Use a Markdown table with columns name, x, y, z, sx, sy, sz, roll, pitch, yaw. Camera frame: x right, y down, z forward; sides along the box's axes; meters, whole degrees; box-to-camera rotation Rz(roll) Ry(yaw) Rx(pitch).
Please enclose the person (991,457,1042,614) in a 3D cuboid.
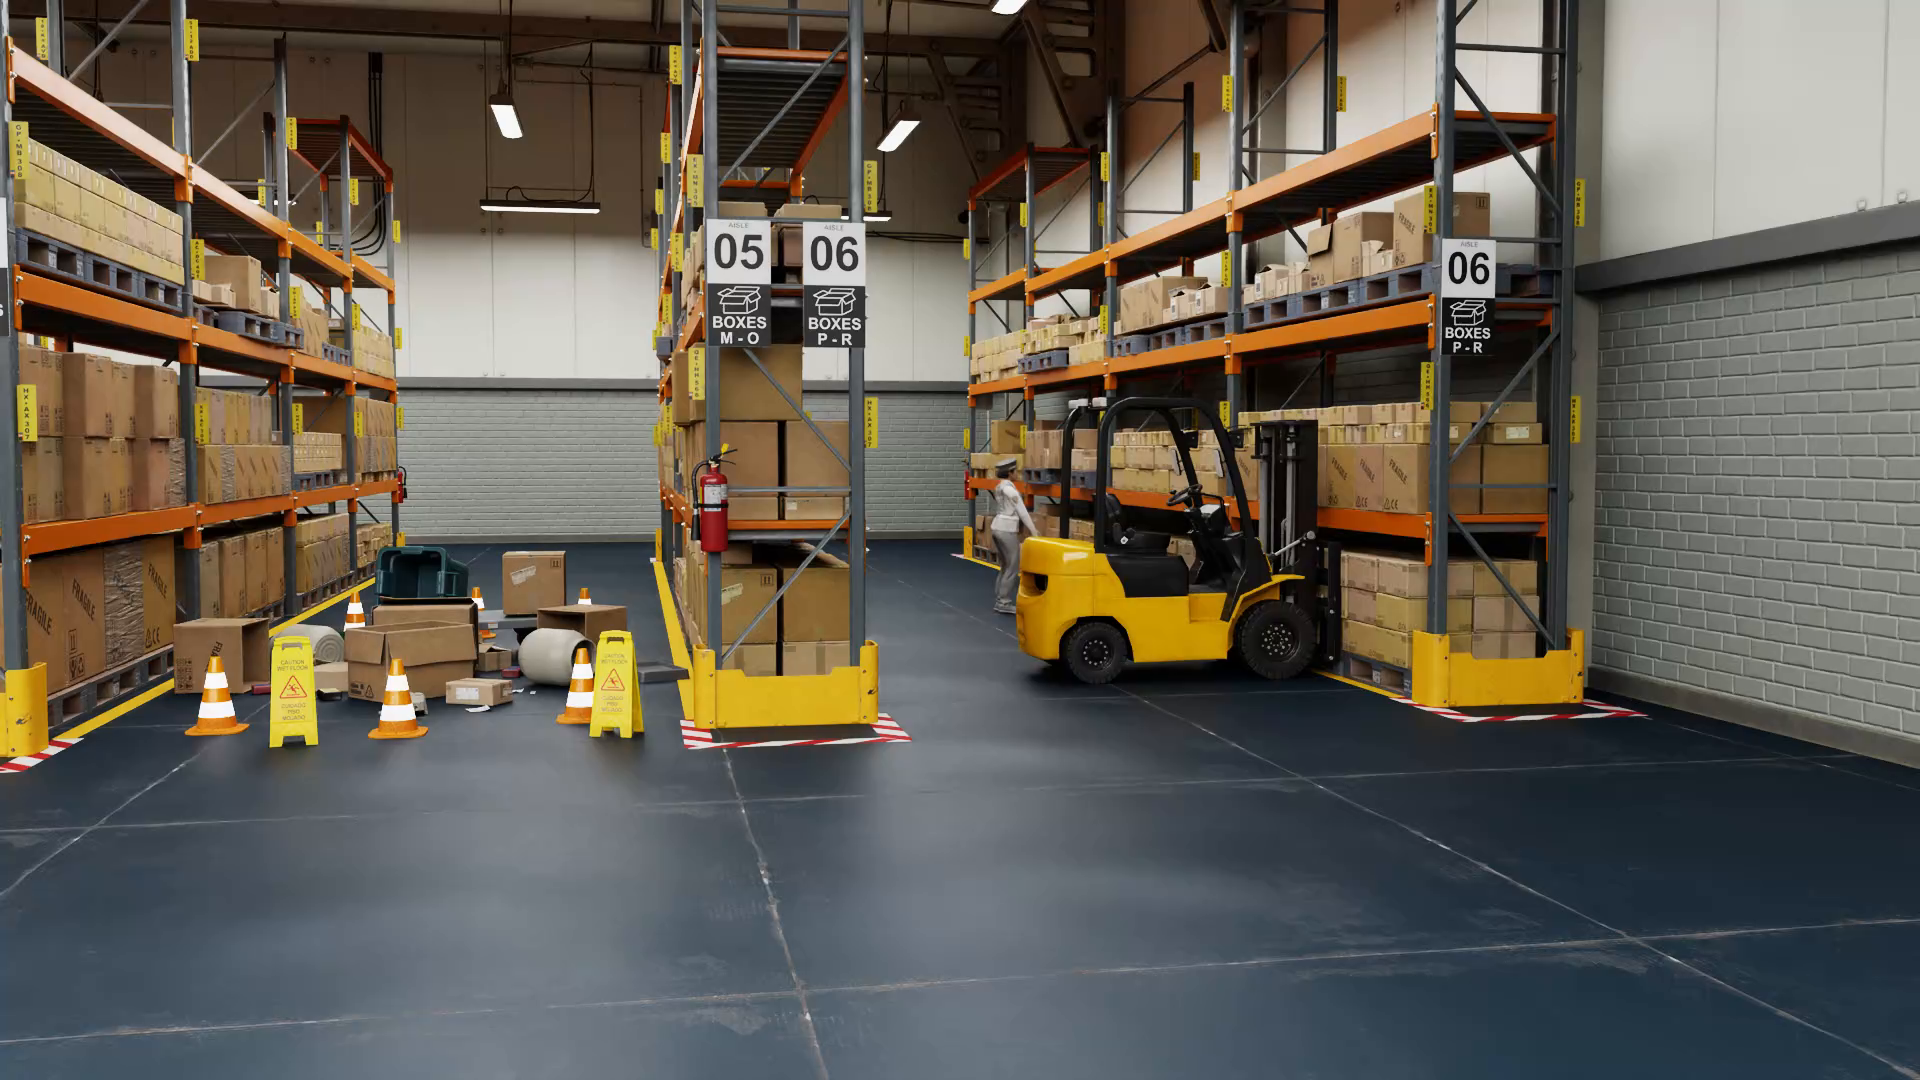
| name | x | y | z | sx | sy | sz | roll | pitch | yaw |
| --- | --- | --- | --- | --- | --- | --- | --- | --- | --- |
| person | 0.596 | -0.053 | 17.973 | 0.523 | 1.687 | 0.416 | -1 | 3 | -12 |
